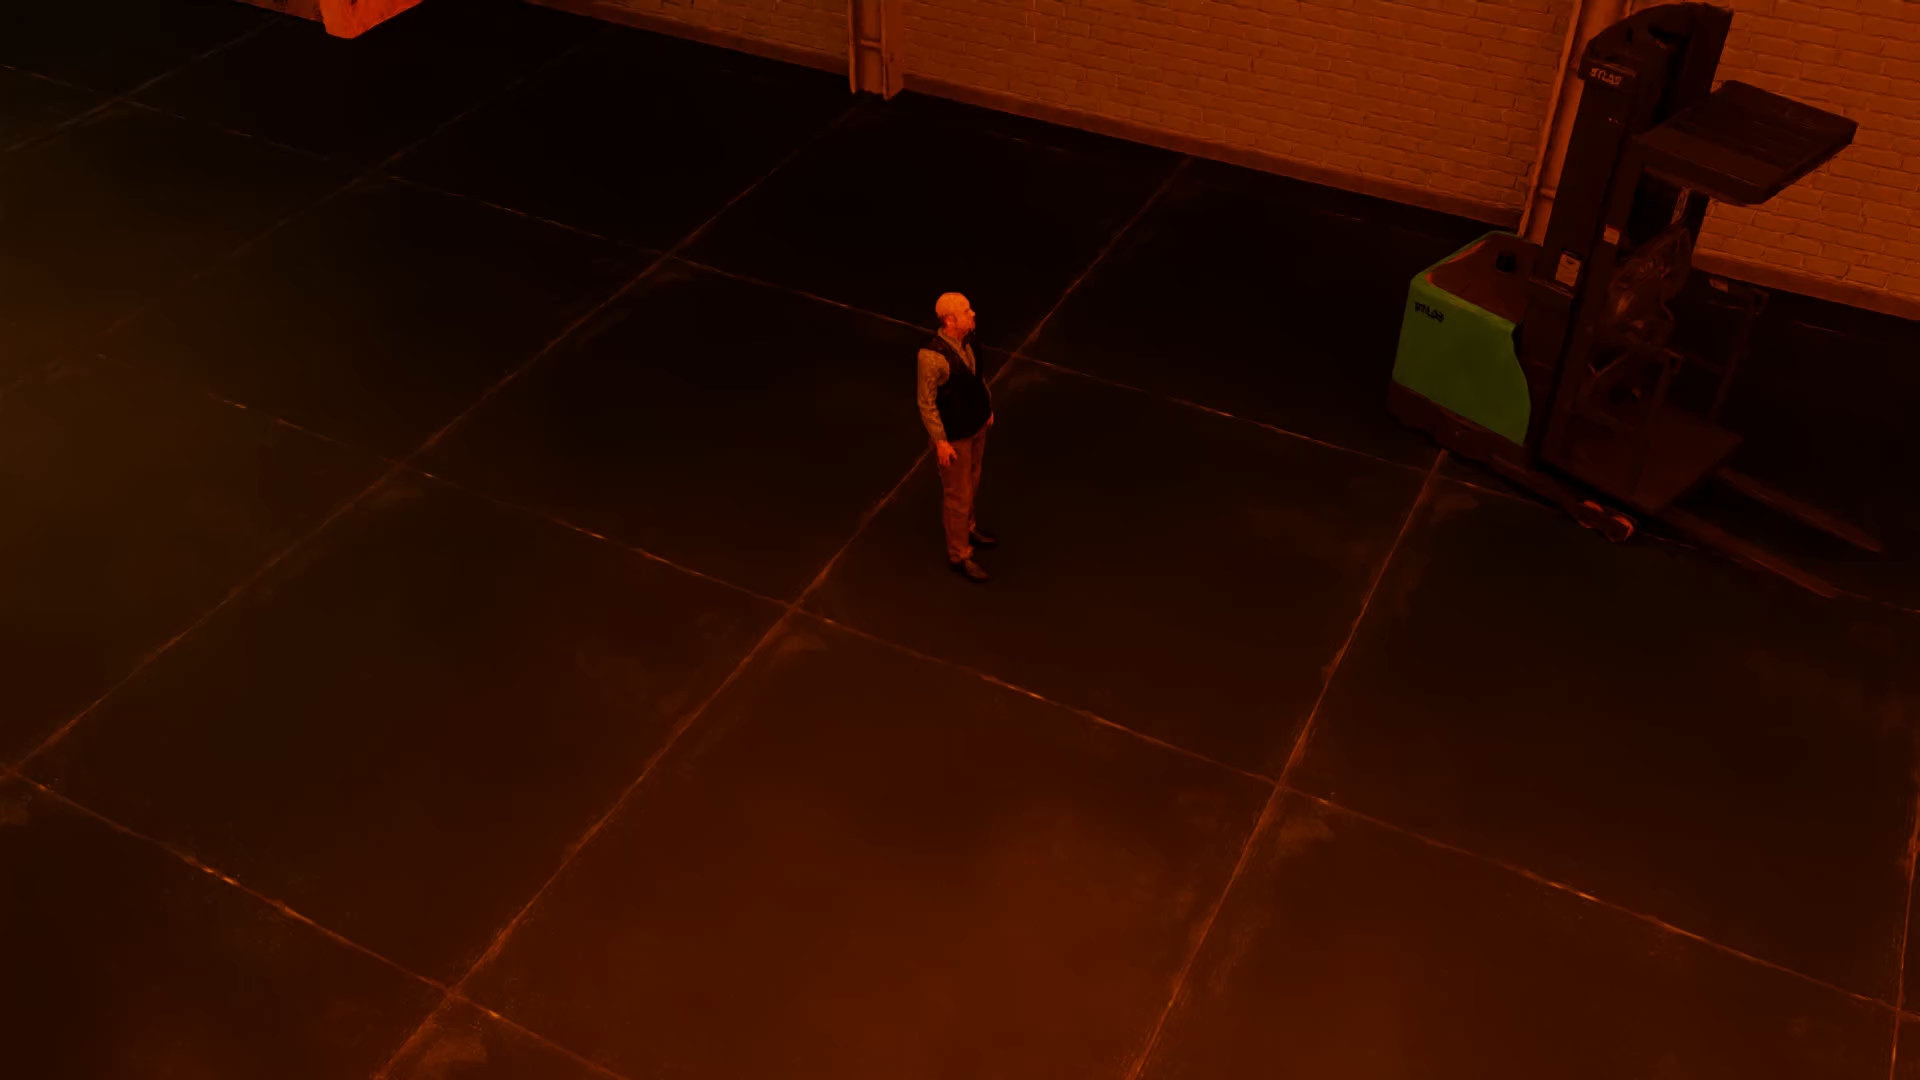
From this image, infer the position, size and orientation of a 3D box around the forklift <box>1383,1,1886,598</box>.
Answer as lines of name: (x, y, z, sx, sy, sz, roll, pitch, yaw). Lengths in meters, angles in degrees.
forklift: (4.224, -1.481, 9.745, 1.130, 2.935, 3.031, -31, 49, -31)

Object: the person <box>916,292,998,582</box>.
person: (0.052, -0.641, 9.675, 0.567, 1.720, 0.632, 18, 43, 21)
